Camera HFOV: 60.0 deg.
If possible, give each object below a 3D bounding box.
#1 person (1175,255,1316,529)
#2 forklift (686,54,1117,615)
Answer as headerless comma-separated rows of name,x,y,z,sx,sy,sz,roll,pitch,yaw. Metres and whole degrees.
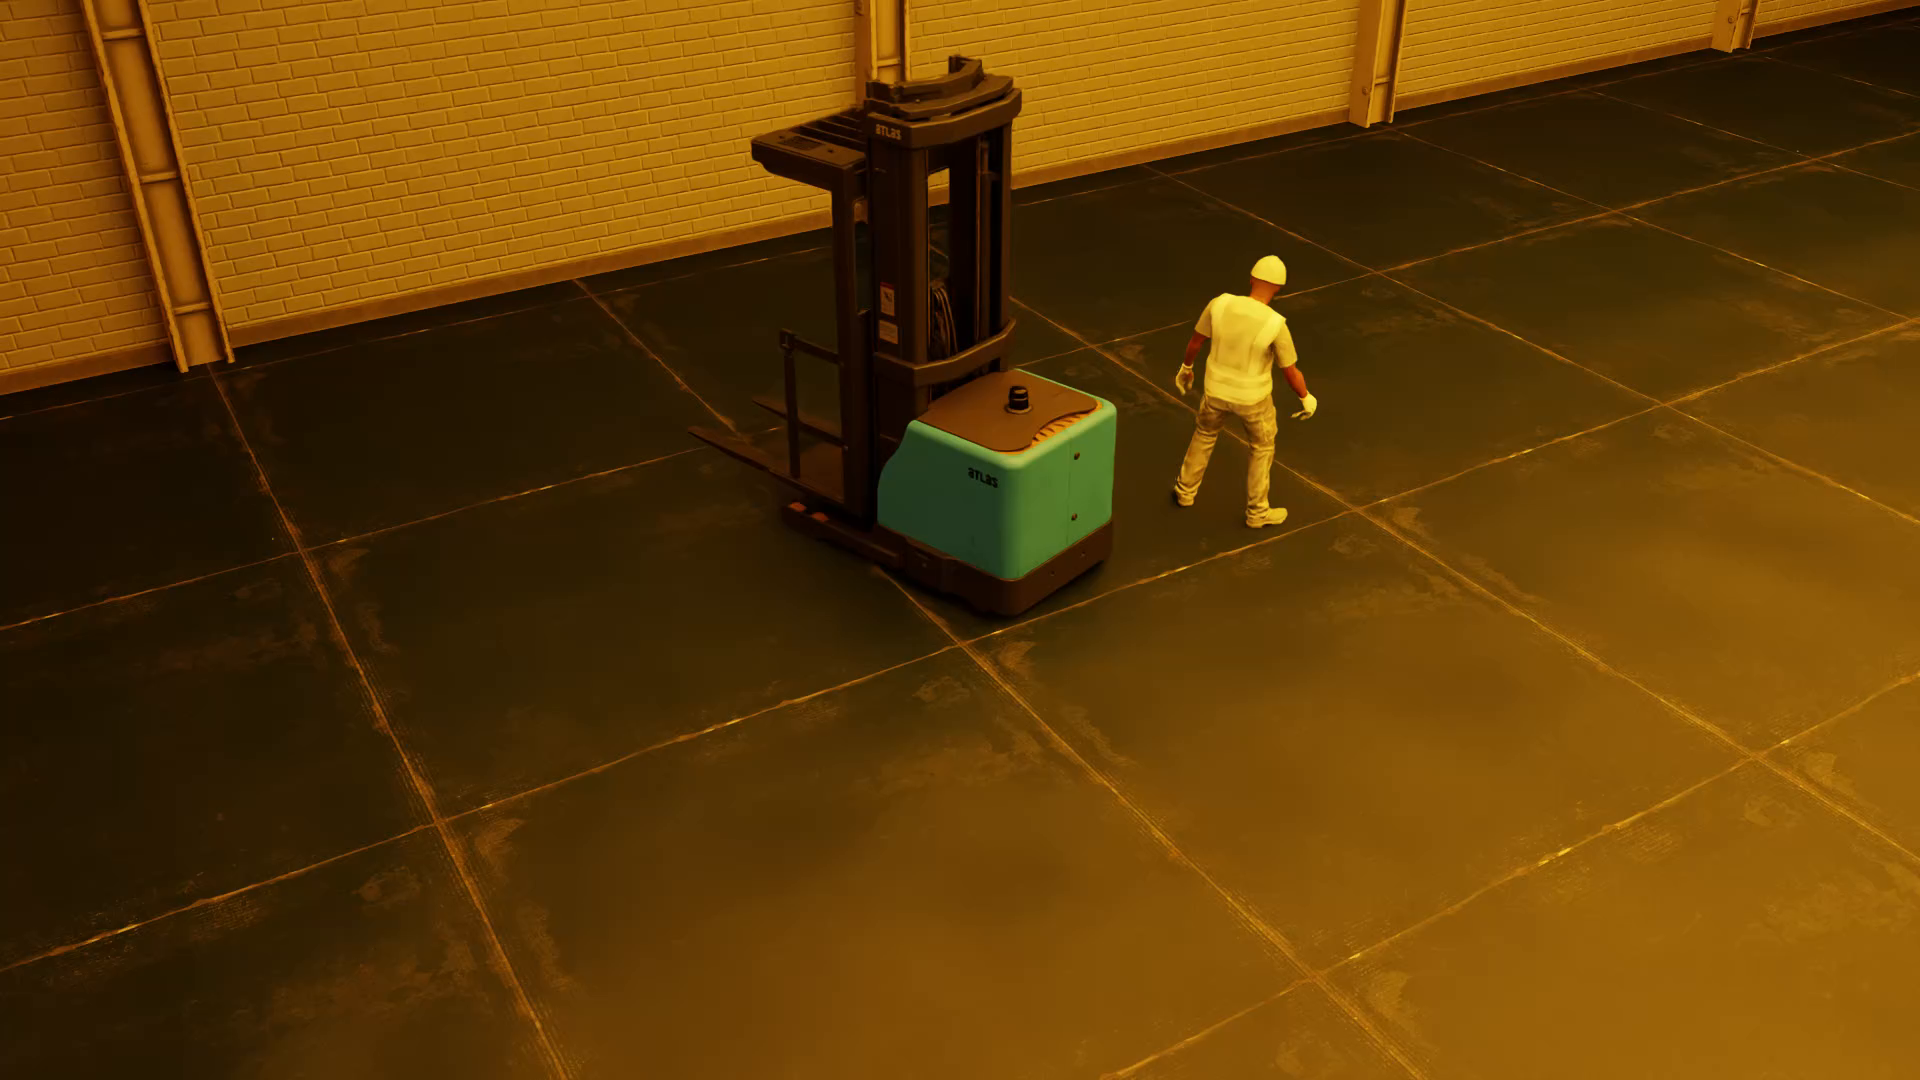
person,1.774,-0.942,10.371,0.881,1.748,0.405,19,36,28
forklift,-0.509,-1.447,10.064,3.031,2.935,1.130,24,38,34
